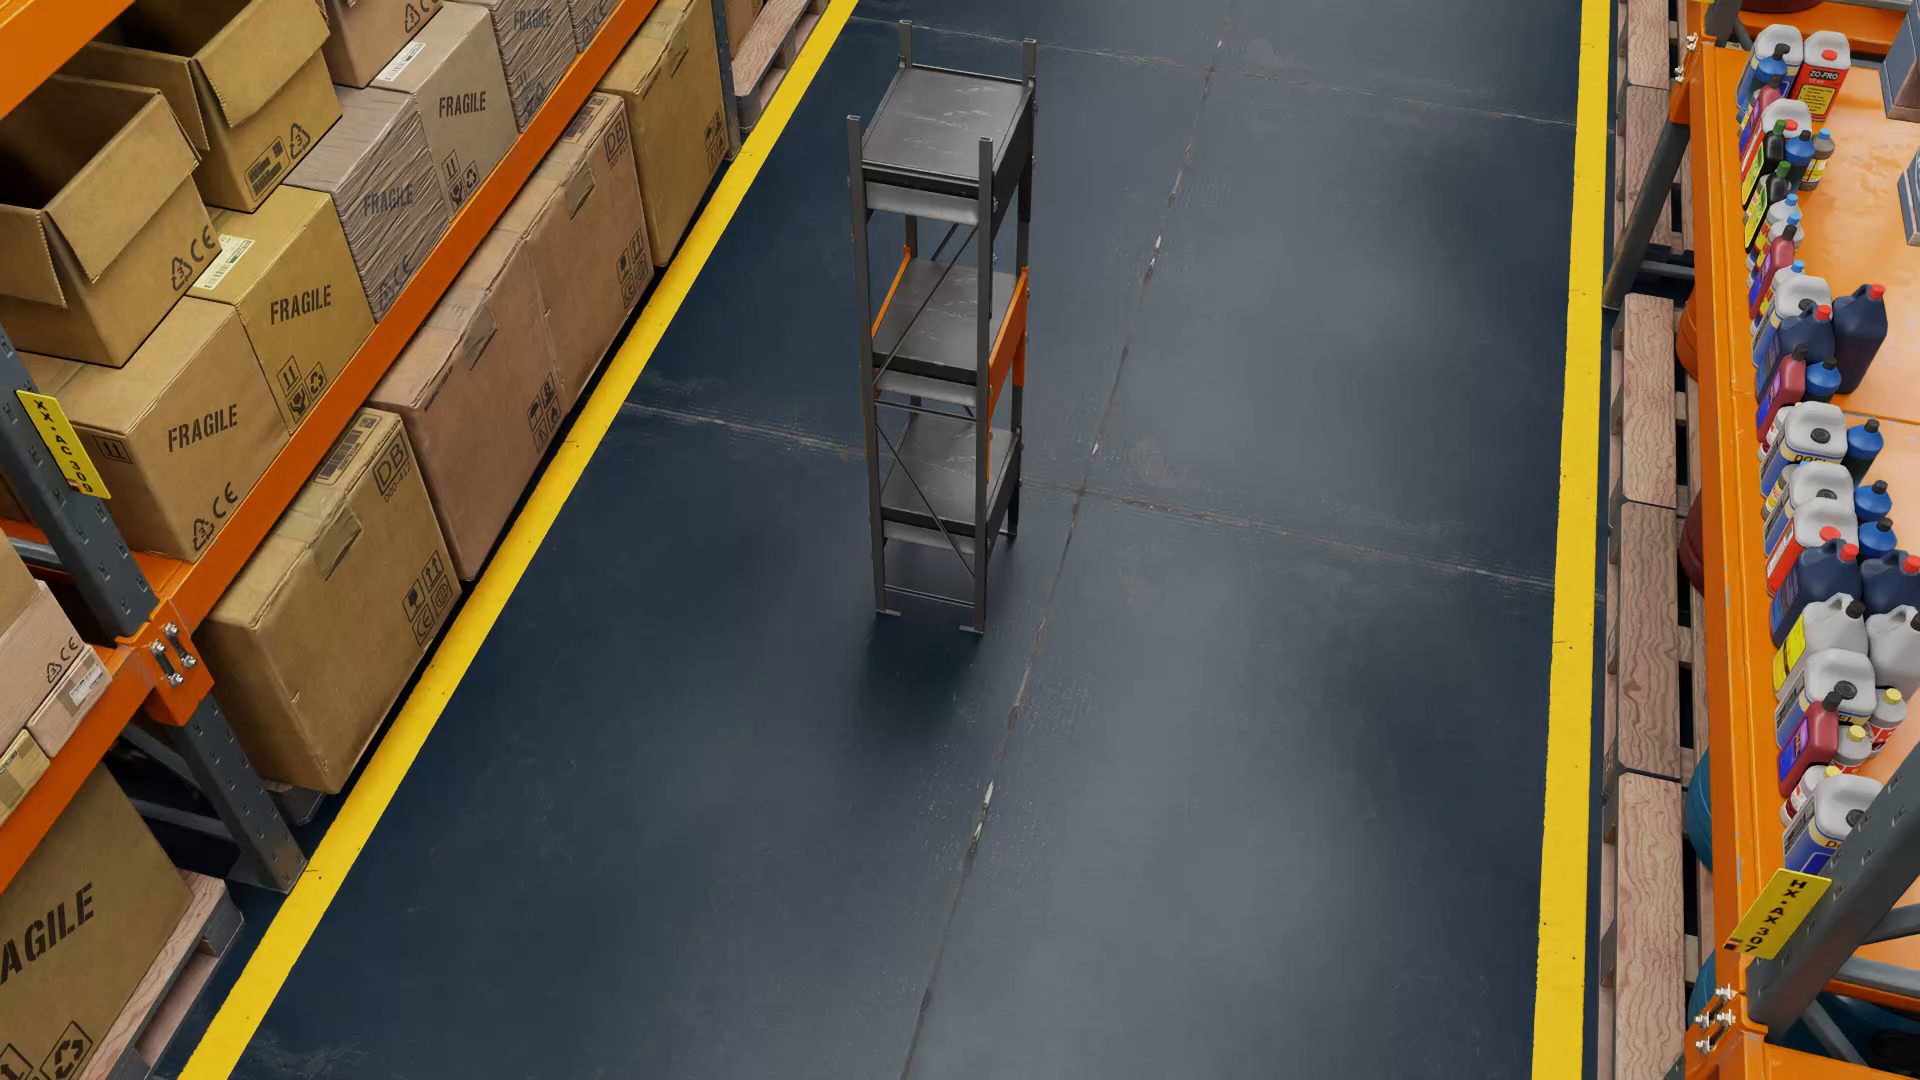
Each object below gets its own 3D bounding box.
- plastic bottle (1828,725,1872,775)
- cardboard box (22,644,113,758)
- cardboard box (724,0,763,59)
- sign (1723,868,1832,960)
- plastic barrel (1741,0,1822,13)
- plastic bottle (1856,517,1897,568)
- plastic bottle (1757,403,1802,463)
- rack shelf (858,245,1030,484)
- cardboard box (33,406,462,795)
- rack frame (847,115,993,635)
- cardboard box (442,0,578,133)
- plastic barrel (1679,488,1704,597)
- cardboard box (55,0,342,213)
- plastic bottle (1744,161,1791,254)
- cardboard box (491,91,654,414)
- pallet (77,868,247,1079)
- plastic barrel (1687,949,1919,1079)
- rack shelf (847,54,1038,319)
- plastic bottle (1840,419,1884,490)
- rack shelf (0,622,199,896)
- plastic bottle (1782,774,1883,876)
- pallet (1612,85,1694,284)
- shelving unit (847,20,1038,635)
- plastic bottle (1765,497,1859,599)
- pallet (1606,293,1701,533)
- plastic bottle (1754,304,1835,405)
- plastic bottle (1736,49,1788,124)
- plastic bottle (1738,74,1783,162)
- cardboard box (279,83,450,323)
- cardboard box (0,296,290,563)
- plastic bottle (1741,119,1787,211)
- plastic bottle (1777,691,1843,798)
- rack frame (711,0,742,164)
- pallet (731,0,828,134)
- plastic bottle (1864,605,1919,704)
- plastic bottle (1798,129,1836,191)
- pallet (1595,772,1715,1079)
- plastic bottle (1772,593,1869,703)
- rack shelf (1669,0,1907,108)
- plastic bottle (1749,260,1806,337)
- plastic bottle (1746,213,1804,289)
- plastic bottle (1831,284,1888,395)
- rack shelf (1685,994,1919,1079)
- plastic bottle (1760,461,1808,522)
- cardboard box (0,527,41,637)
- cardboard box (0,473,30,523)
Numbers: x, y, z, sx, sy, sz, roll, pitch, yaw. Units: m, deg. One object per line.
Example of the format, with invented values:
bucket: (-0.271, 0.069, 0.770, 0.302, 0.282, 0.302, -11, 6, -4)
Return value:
plastic bottle: (2.082, 0.510, 3.932, 0.097, 0.201, 0.097, 0, 49, 0)
cardboard box: (-2.350, 0.358, 4.101, 0.380, 0.149, 0.250, 12, 50, 10)
cardboard box: (-1.376, -2.711, 8.016, 0.700, 0.500, 0.500, 9, 49, 8)
sign: (1.662, 0.765, 3.389, 0.100, 0.325, 0.005, 12, 50, 10)
plastic barrel: (3.075, -2.367, 6.248, 0.600, 0.536, 0.708, 12, 50, 10)
plastic bottle: (2.338, 0.043, 4.298, 0.097, 0.271, 0.097, 0, 49, 0)
plastic bottle: (2.313, -0.300, 4.646, 0.097, 0.201, 0.097, 0, 49, 0)
rack shelf: (-0.044, -0.566, 5.367, 0.431, 0.518, 0.480, 12, 50, 10)
cardboard box: (-2.437, 0.087, 5.310, 1.225, 0.875, 0.875, 12, 50, 10)
rack frame: (-0.108, -0.399, 5.201, 0.400, 2.100, 0.015, 12, 50, 10)
cardboard box: (-1.695, -1.795, 5.767, 0.500, 0.500, 0.500, 10, 49, 9)
plastic barrel: (2.835, -0.093, 5.660, 0.600, 0.588, 0.708, 12, 50, 10)
cardboard box: (-2.234, -1.333, 4.690, 0.797, 0.503, 0.637, 12, 50, 10)
plastic bottle: (2.557, -1.049, 5.253, 0.061, 0.283, 0.133, 12, 50, 10)
cardboard box: (-1.977, -1.201, 6.447, 1.225, 0.875, 0.875, 12, 50, 10)
pallet: (-2.862, 1.447, 4.832, 1.003, 0.211, 1.213, 12, 50, 10)
plastic barrel: (2.352, 1.132, 4.370, 0.600, 0.901, 0.708, 12, 50, 10)
rack shelf: (-0.044, -1.029, 4.842, 0.431, 0.518, 0.480, 12, 50, 10)
plastic bottle: (2.435, -0.222, 4.532, 0.097, 0.271, 0.097, 0, 49, 0)
rack shelf: (-3.113, 1.674, 3.252, 1.077, 0.370, 4.000, 12, 50, 10)
plastic bottle: (1.984, 0.659, 3.750, 0.152, 0.276, 0.135, 12, 50, 10)
pallet: (3.486, -1.556, 7.483, 1.003, 0.211, 1.213, 12, 50, 10)
shelving unit: (-0.044, -0.575, 5.357, 0.431, 2.100, 0.503, 12, 50, 10)
plastic bottle: (2.213, 0.030, 4.306, 0.152, 0.276, 0.135, 12, 50, 10)
pallet: (3.078, -0.425, 6.485, 1.003, 0.211, 1.213, 12, 50, 10)
plastic bottle: (2.408, -0.543, 4.762, 0.144, 0.351, 0.185, 12, 50, 10)
plastic bottle: (2.762, -1.556, 5.709, 0.097, 0.271, 0.097, 0, 49, 0)
plastic bottle: (2.689, -1.410, 5.572, 0.061, 0.283, 0.133, 12, 50, 10)
cardboard box: (-1.960, -1.053, 5.112, 0.500, 0.500, 0.500, 11, 49, 9)
cardboard box: (-2.224, -0.327, 4.471, 0.500, 0.500, 0.500, 12, 50, 10)
plastic bottle: (2.618, -1.216, 5.400, 0.061, 0.283, 0.133, 12, 50, 10)
plastic bottle: (2.001, 0.480, 3.903, 0.061, 0.283, 0.133, 12, 50, 10)
rack frame: (-1.533, -2.904, 6.812, 1.000, 3.000, 0.127, 12, 50, 10)
pallet: (-1.326, -2.546, 8.356, 1.003, 0.211, 1.213, 12, 50, 10)
plastic bottle: (2.257, 0.282, 4.033, 0.144, 0.351, 0.185, 12, 50, 10)
plastic bottle: (2.823, -1.266, 5.499, 0.097, 0.201, 0.097, 0, 49, 0)
pallet: (2.435, 1.340, 4.927, 1.003, 0.211, 1.213, 12, 50, 10)
plastic bottle: (2.118, 0.254, 4.058, 0.144, 0.351, 0.185, 12, 50, 10)
rack shelf: (3.771, -3.135, 7.496, 1.077, 0.370, 4.000, 12, 50, 10)
plastic bottle: (2.458, -0.721, 4.971, 0.097, 0.271, 0.097, 0, 49, 0)
plastic bottle: (2.519, -0.888, 5.119, 0.097, 0.271, 0.097, 0, 49, 0)
plastic bottle: (2.590, -0.610, 4.821, 0.144, 0.351, 0.185, 12, 50, 10)
rack shelf: (1.666, 2.651, 2.389, 1.077, 0.370, 4.000, 12, 50, 10)
plastic bottle: (2.252, -0.132, 4.498, 0.097, 0.201, 0.097, 0, 49, 0)
cardboard box: (-2.449, 0.078, 3.582, 0.500, 0.500, 0.500, 13, 50, 11)
cardboard box: (-2.727, -0.436, 4.567, 0.500, 0.500, 0.500, 12, 50, 10)
